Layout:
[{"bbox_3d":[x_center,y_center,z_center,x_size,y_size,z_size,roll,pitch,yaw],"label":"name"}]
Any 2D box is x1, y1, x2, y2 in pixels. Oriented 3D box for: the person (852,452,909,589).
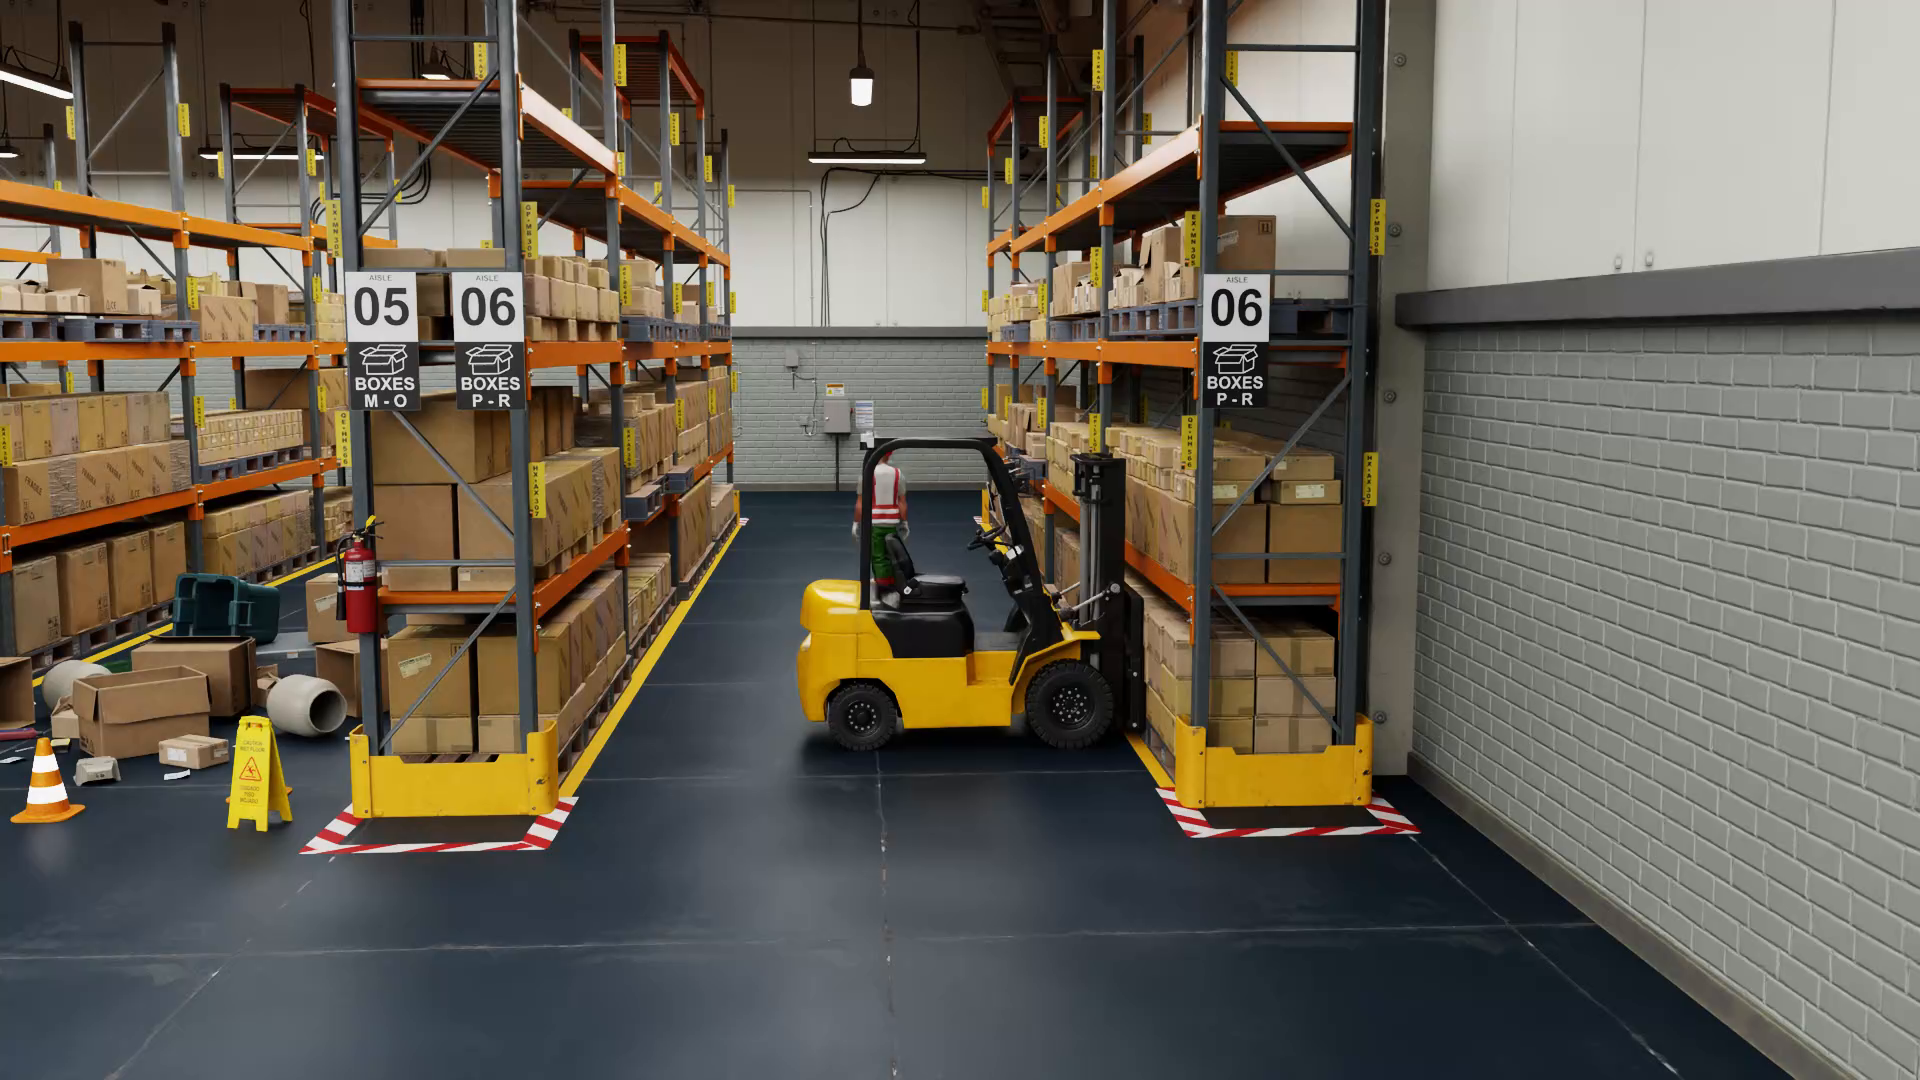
[{"bbox_3d":[-0.879,-0.164,17.423,0.590,1.779,0.608,-4,8,-27],"label":"person"}]
